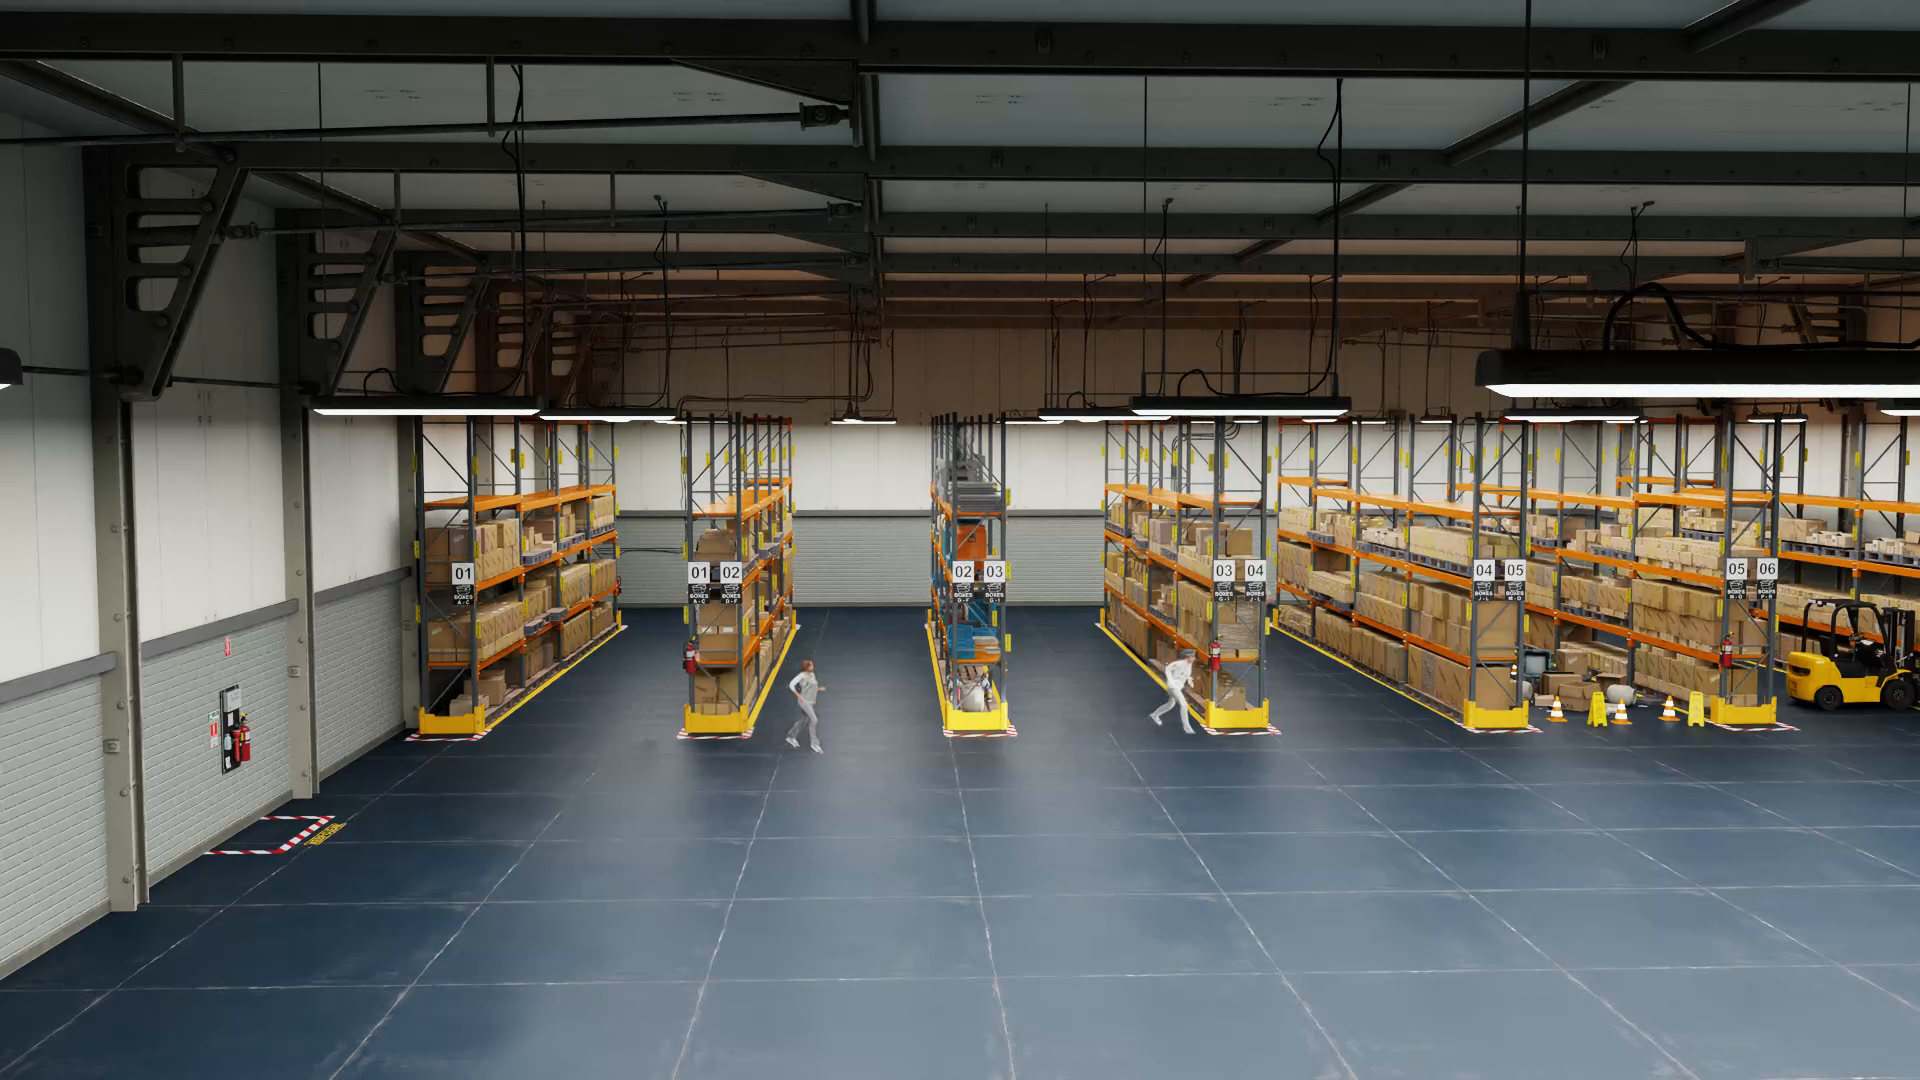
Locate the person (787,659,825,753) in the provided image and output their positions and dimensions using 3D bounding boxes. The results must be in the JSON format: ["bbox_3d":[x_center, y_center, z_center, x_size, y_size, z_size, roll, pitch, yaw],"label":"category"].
[{"bbox_3d":[-2.733,2.921,29.365,0.755,1.643,0.527,1,4,19],"label":"person"}]

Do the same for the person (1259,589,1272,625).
[{"bbox_3d":[7.920,1.870,43.907,0.628,1.706,0.698,0,4,-1],"label":"person"}]

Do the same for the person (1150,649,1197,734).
[{"bbox_3d":[3.988,2.828,31.213,0.980,1.625,0.656,3,5,40],"label":"person"}]

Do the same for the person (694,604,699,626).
[{"bbox_3d":[-6.849,1.926,44.080,0.558,1.639,0.718,0,4,3],"label":"person"}]
